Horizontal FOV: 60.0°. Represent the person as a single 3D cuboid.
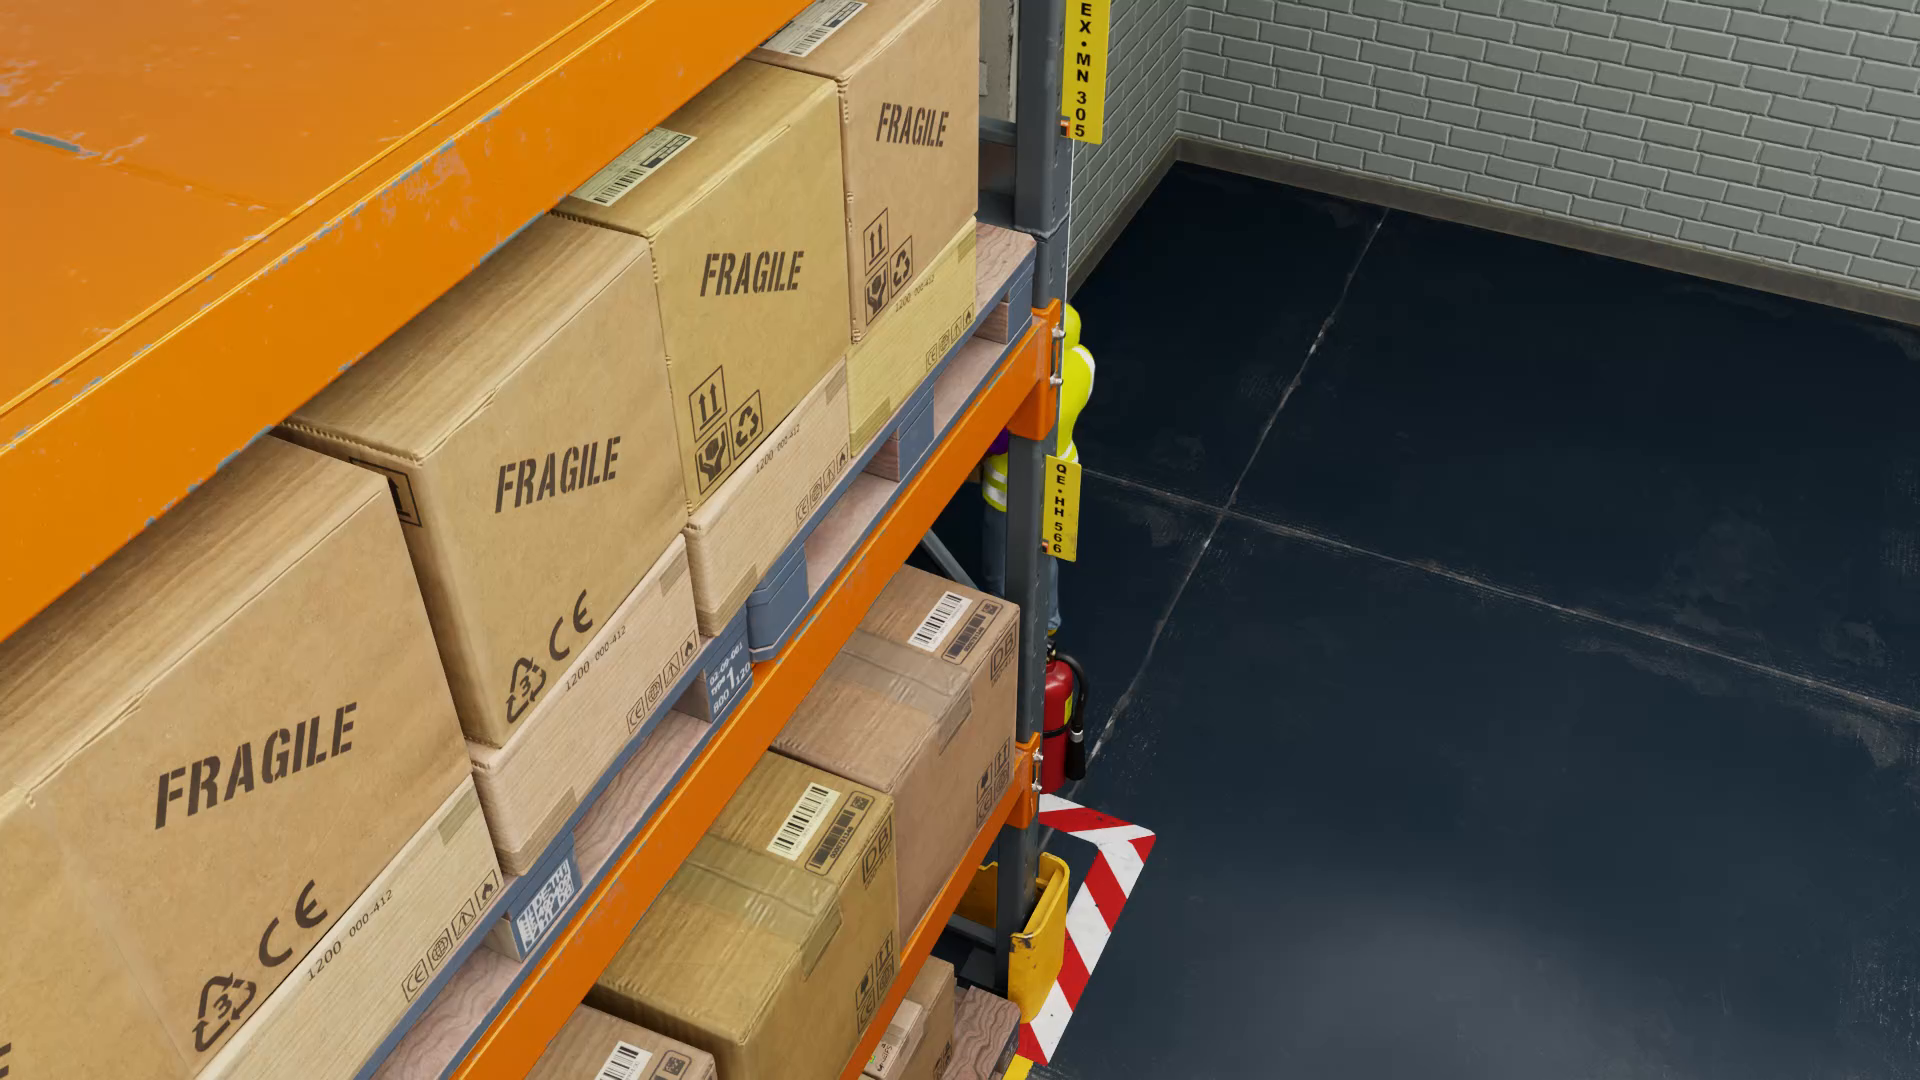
[{"bbox_3d":[0.162,-0.232,6.406,0.587,1.760,0.503,18,45,19],"label":"person"}]
